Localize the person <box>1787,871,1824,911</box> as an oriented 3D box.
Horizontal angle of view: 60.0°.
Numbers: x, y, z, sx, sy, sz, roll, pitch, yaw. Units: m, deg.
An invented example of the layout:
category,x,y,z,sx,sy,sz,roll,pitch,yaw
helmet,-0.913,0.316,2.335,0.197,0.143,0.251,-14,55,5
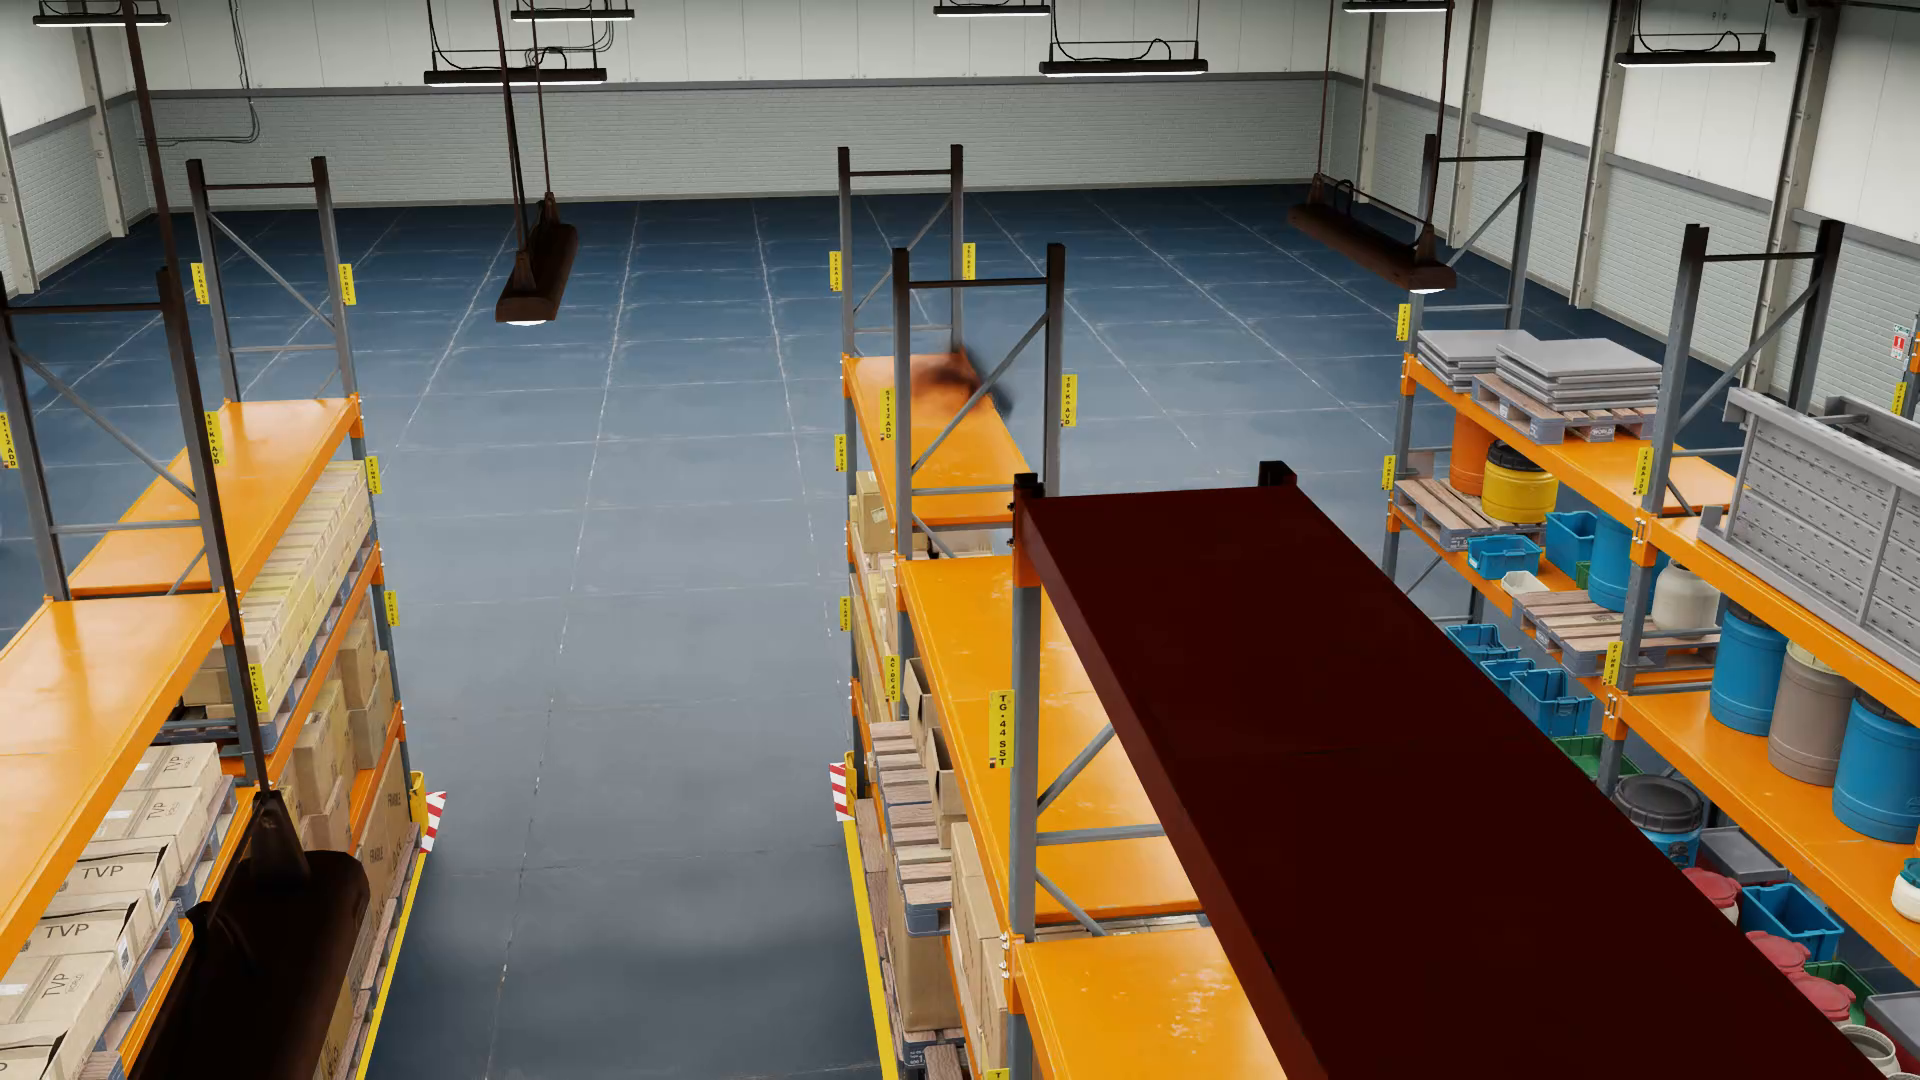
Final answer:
category,x,y,z,sx,sy,sz,roll,pitch,yaw
person,6.752,2.414,13.168,0.680,1.822,0.794,-5,22,-13
